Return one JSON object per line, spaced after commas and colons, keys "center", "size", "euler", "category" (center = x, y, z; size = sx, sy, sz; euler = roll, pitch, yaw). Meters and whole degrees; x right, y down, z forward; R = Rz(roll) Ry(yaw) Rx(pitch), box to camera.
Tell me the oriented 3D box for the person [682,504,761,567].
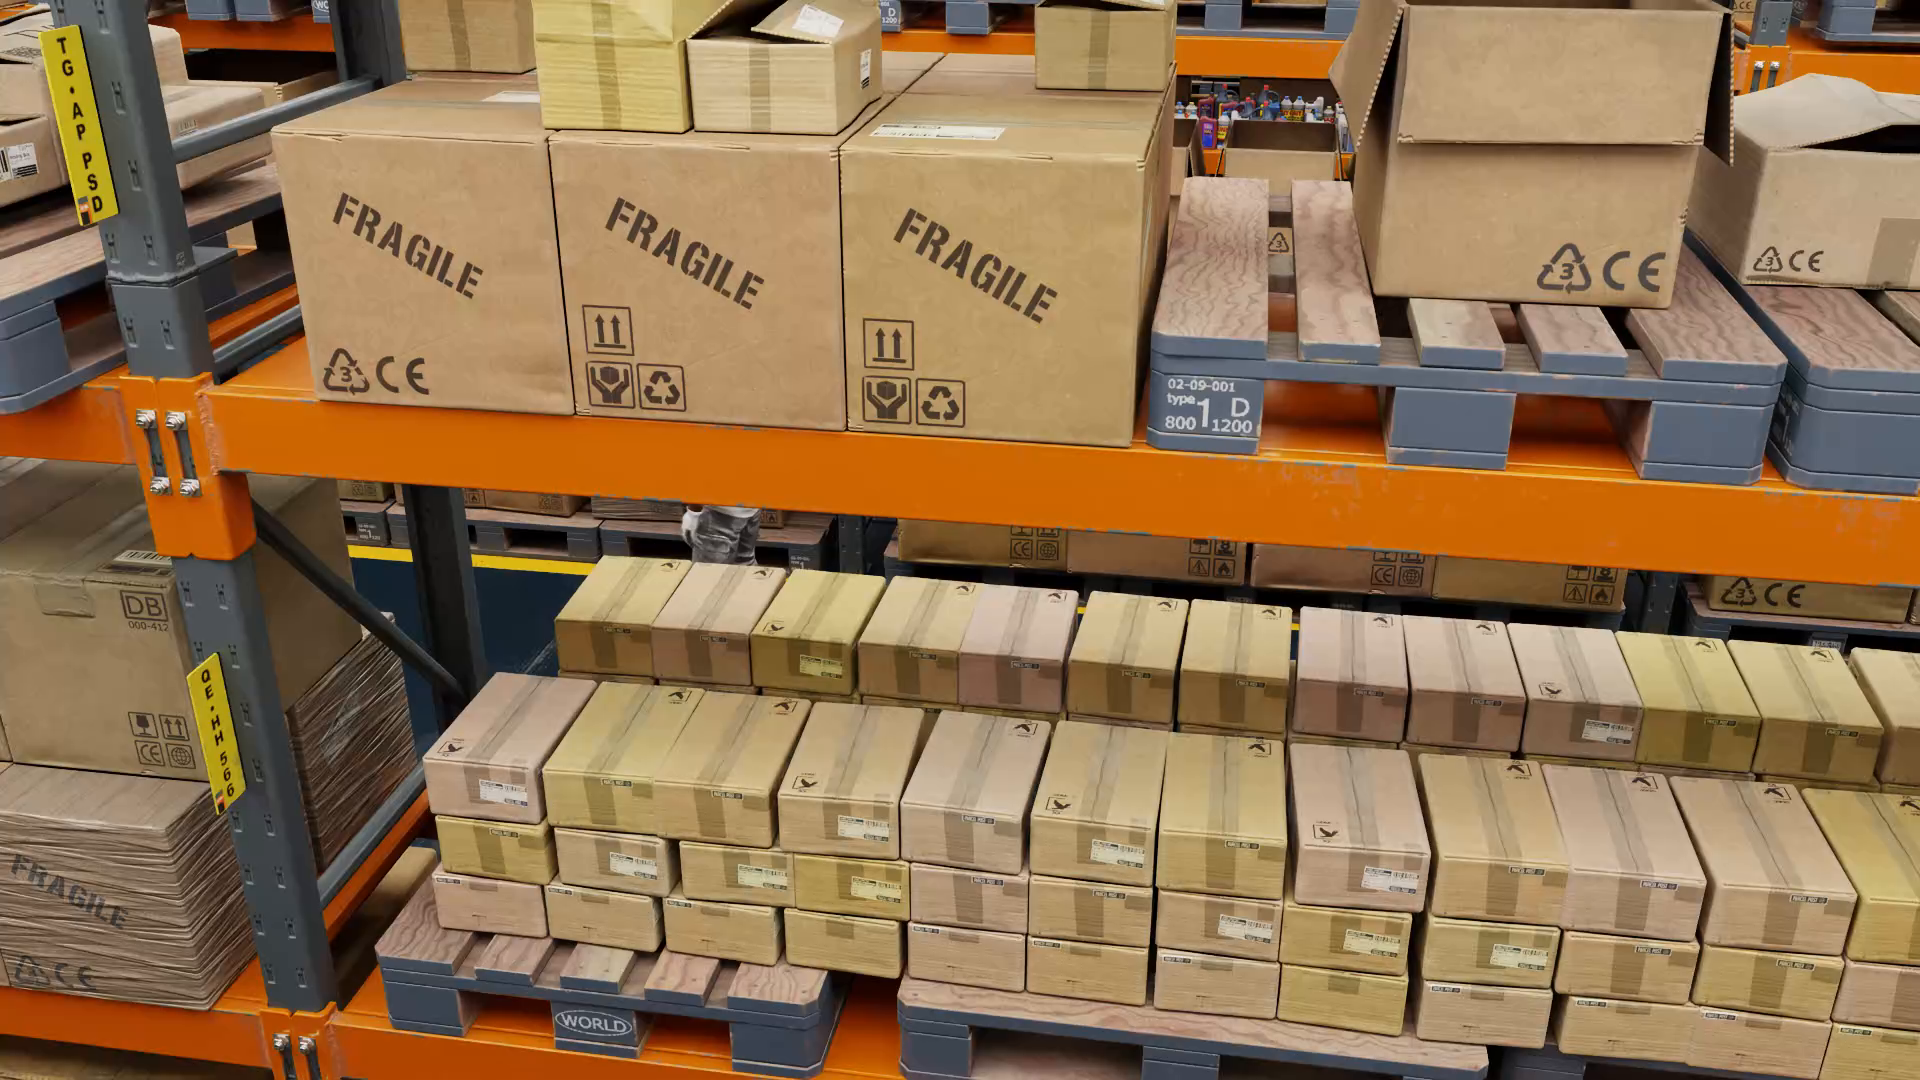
{"center": [-1.079, -0.204, 7.538], "size": [0.449, 1.772, 0.614], "euler": [8, 26, 17], "category": "person"}
